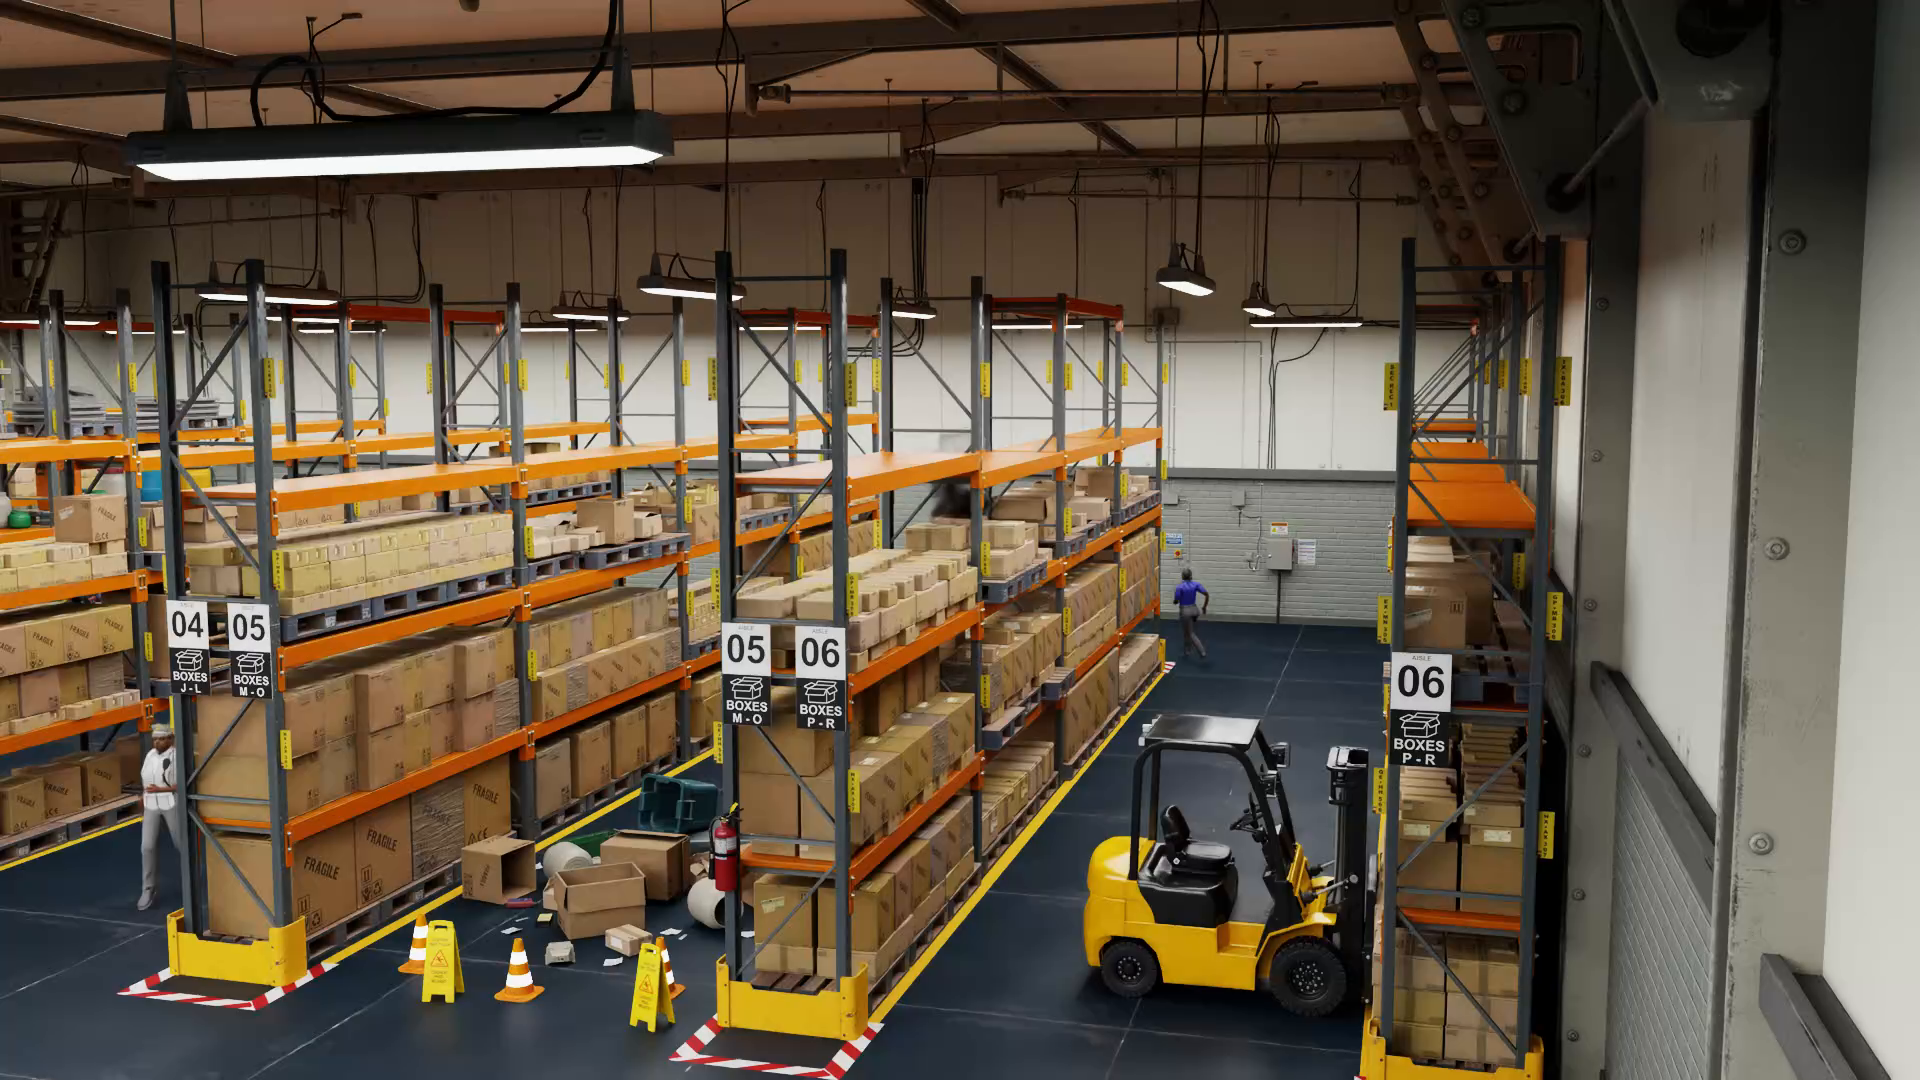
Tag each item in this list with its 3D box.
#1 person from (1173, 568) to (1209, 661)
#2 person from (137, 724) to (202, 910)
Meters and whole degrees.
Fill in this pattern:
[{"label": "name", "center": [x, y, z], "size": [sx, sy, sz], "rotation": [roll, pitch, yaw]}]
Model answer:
[{"label": "person", "center": [3.942, 1.298, 28.821], "size": [0.601, 1.649, 0.868], "rotation": [-3, 7, -25]}, {"label": "person", "center": [-7.688, 2.609, 16.108], "size": [0.566, 1.725, 0.872], "rotation": [0, 6, 3]}]
